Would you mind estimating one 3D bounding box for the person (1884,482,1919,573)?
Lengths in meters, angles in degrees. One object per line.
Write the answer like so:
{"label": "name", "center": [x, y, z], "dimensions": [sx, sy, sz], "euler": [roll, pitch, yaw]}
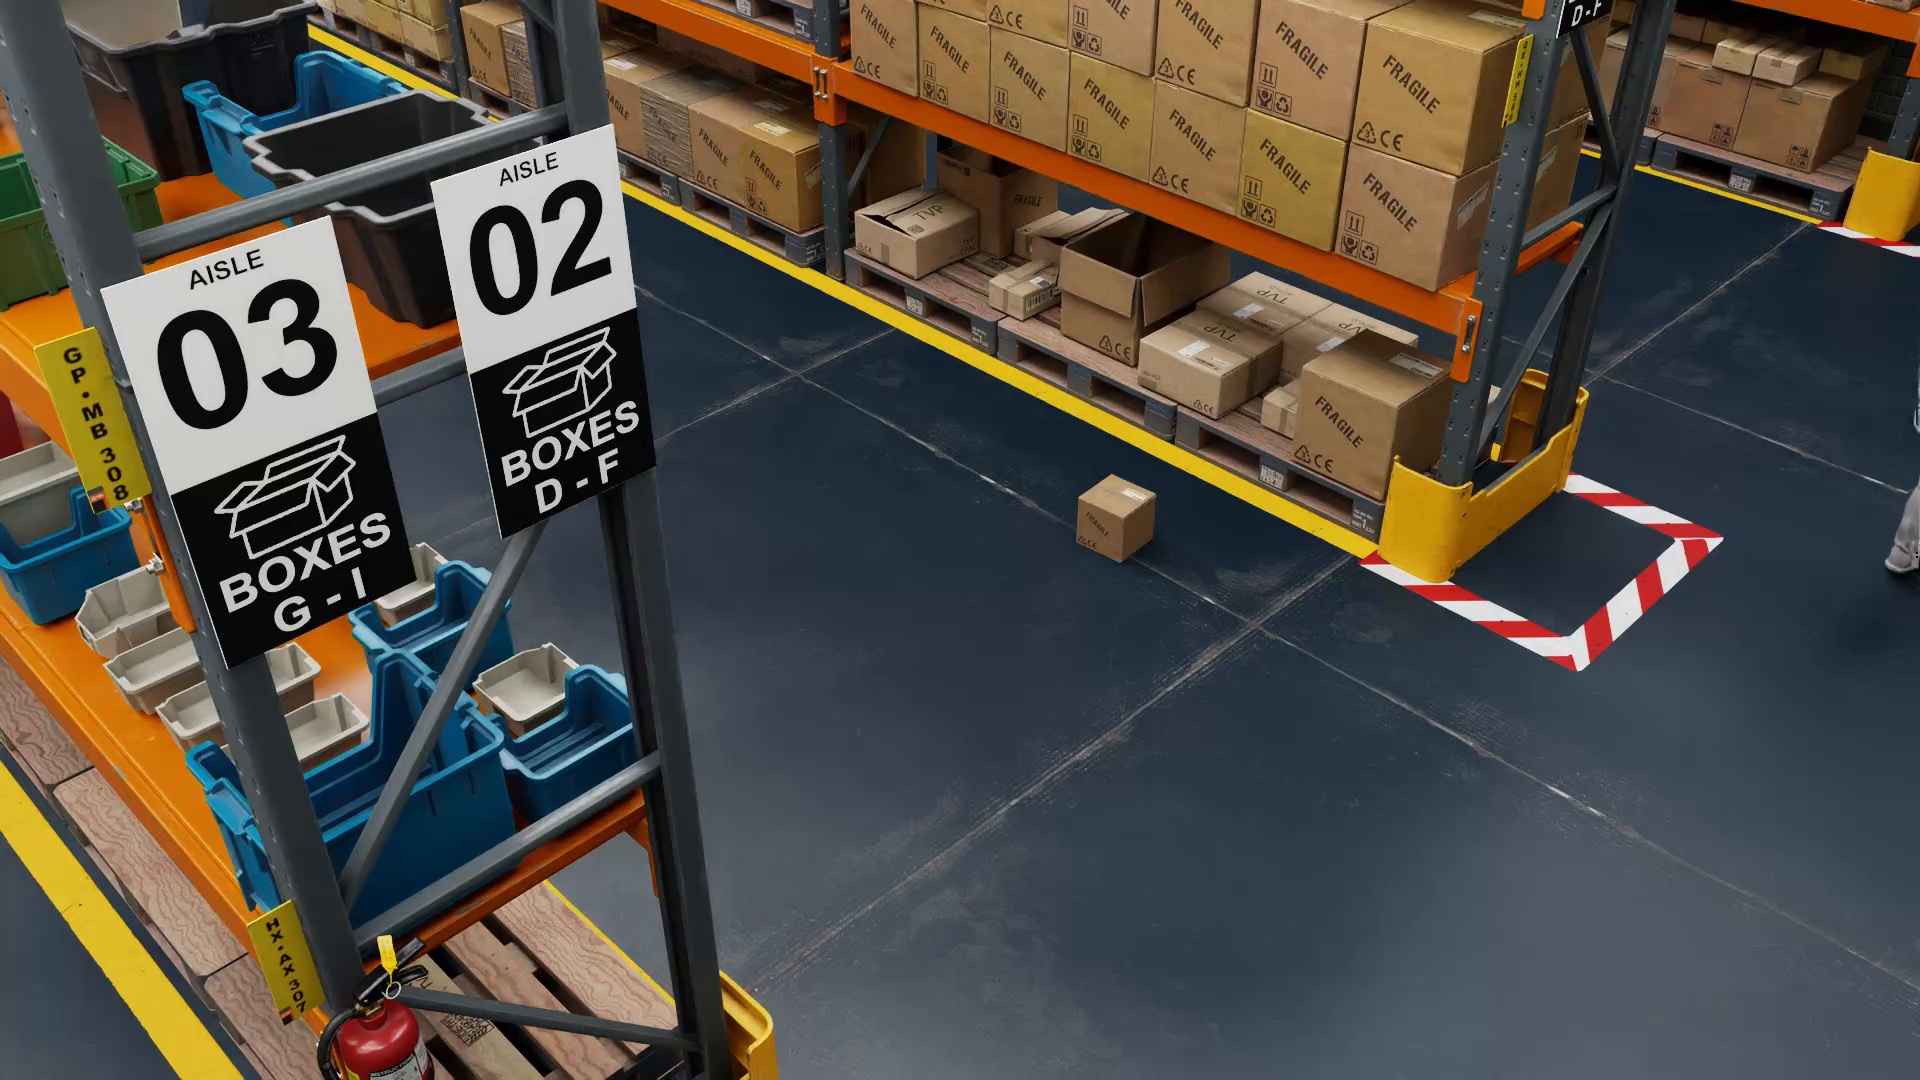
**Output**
{"label": "person", "center": [4.312, -0.562, 6.925], "dimensions": [0.483, 1.747, 0.514], "euler": [-21, 41, -27]}
